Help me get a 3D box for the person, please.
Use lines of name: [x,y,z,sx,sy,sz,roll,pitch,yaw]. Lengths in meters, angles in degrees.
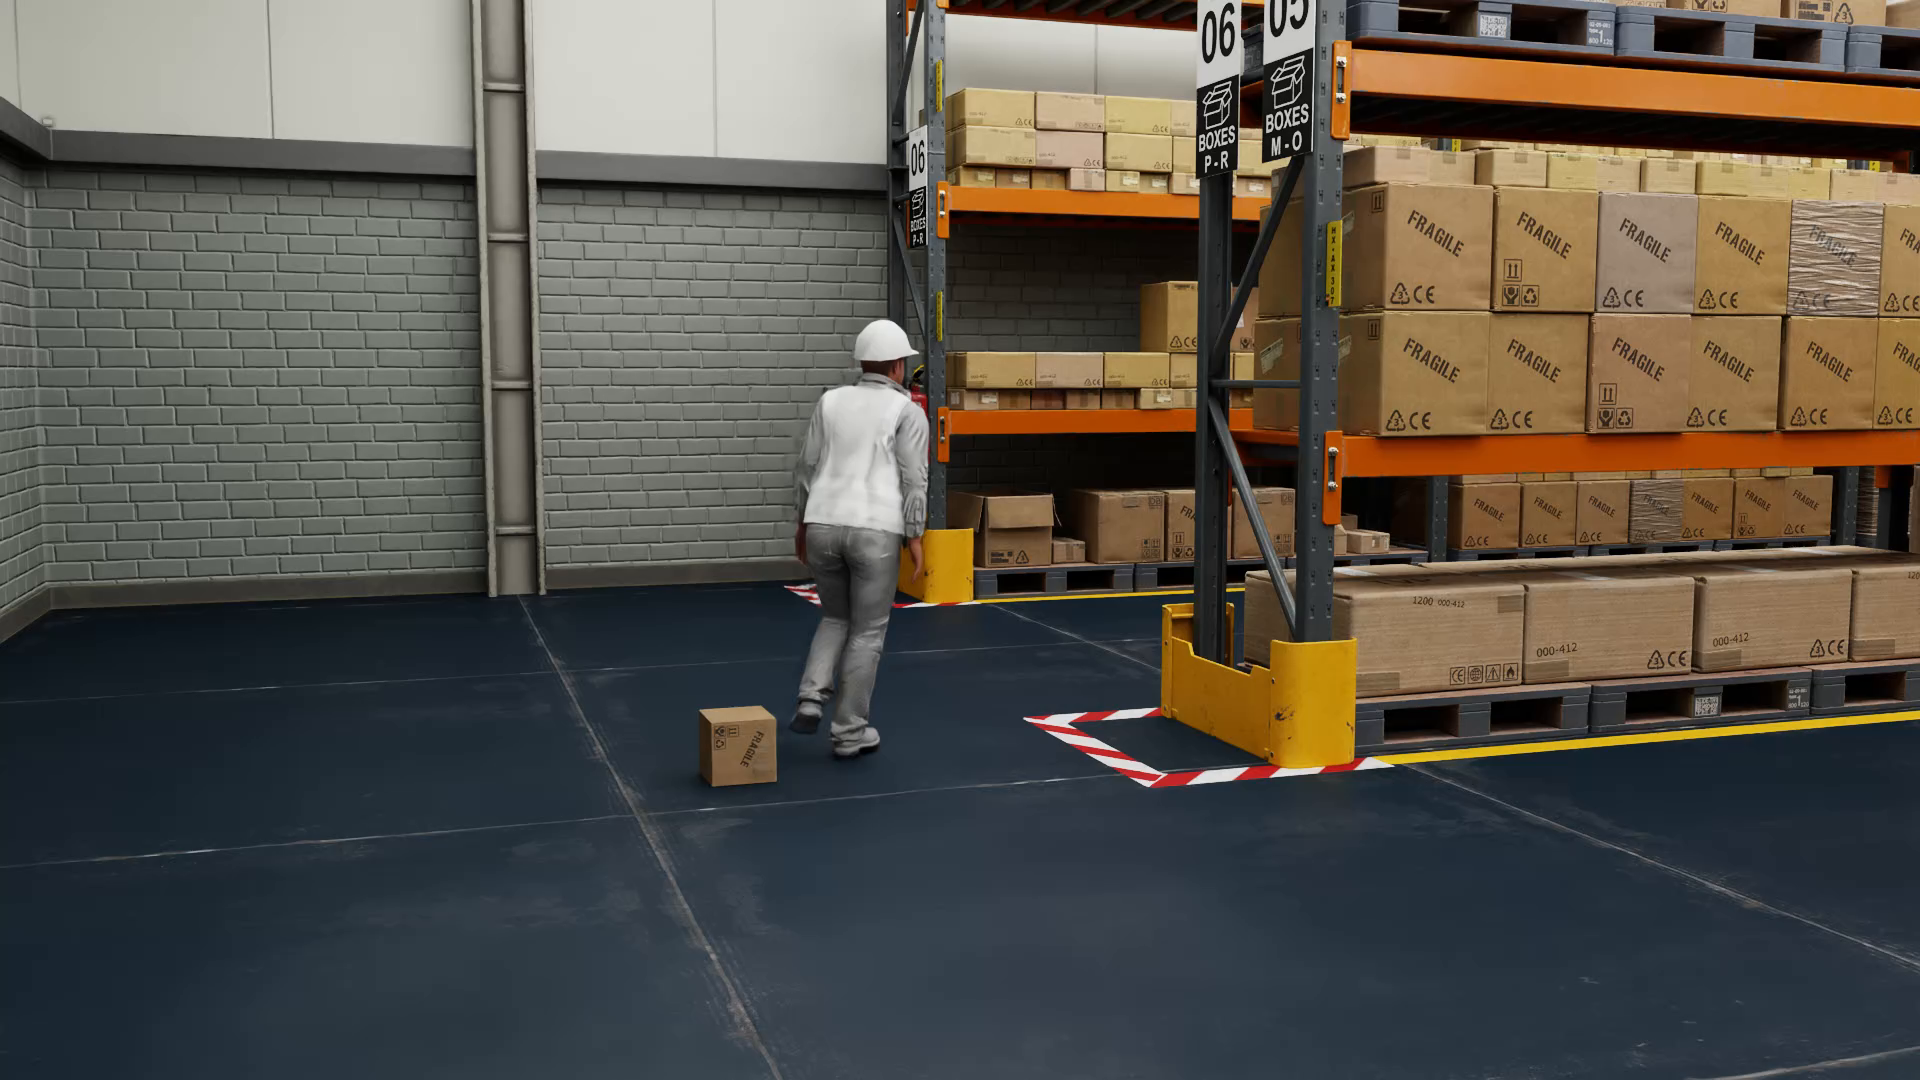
person: [-0.401,-0.021,6.837,0.606,1.755,0.519,2,6,23]
